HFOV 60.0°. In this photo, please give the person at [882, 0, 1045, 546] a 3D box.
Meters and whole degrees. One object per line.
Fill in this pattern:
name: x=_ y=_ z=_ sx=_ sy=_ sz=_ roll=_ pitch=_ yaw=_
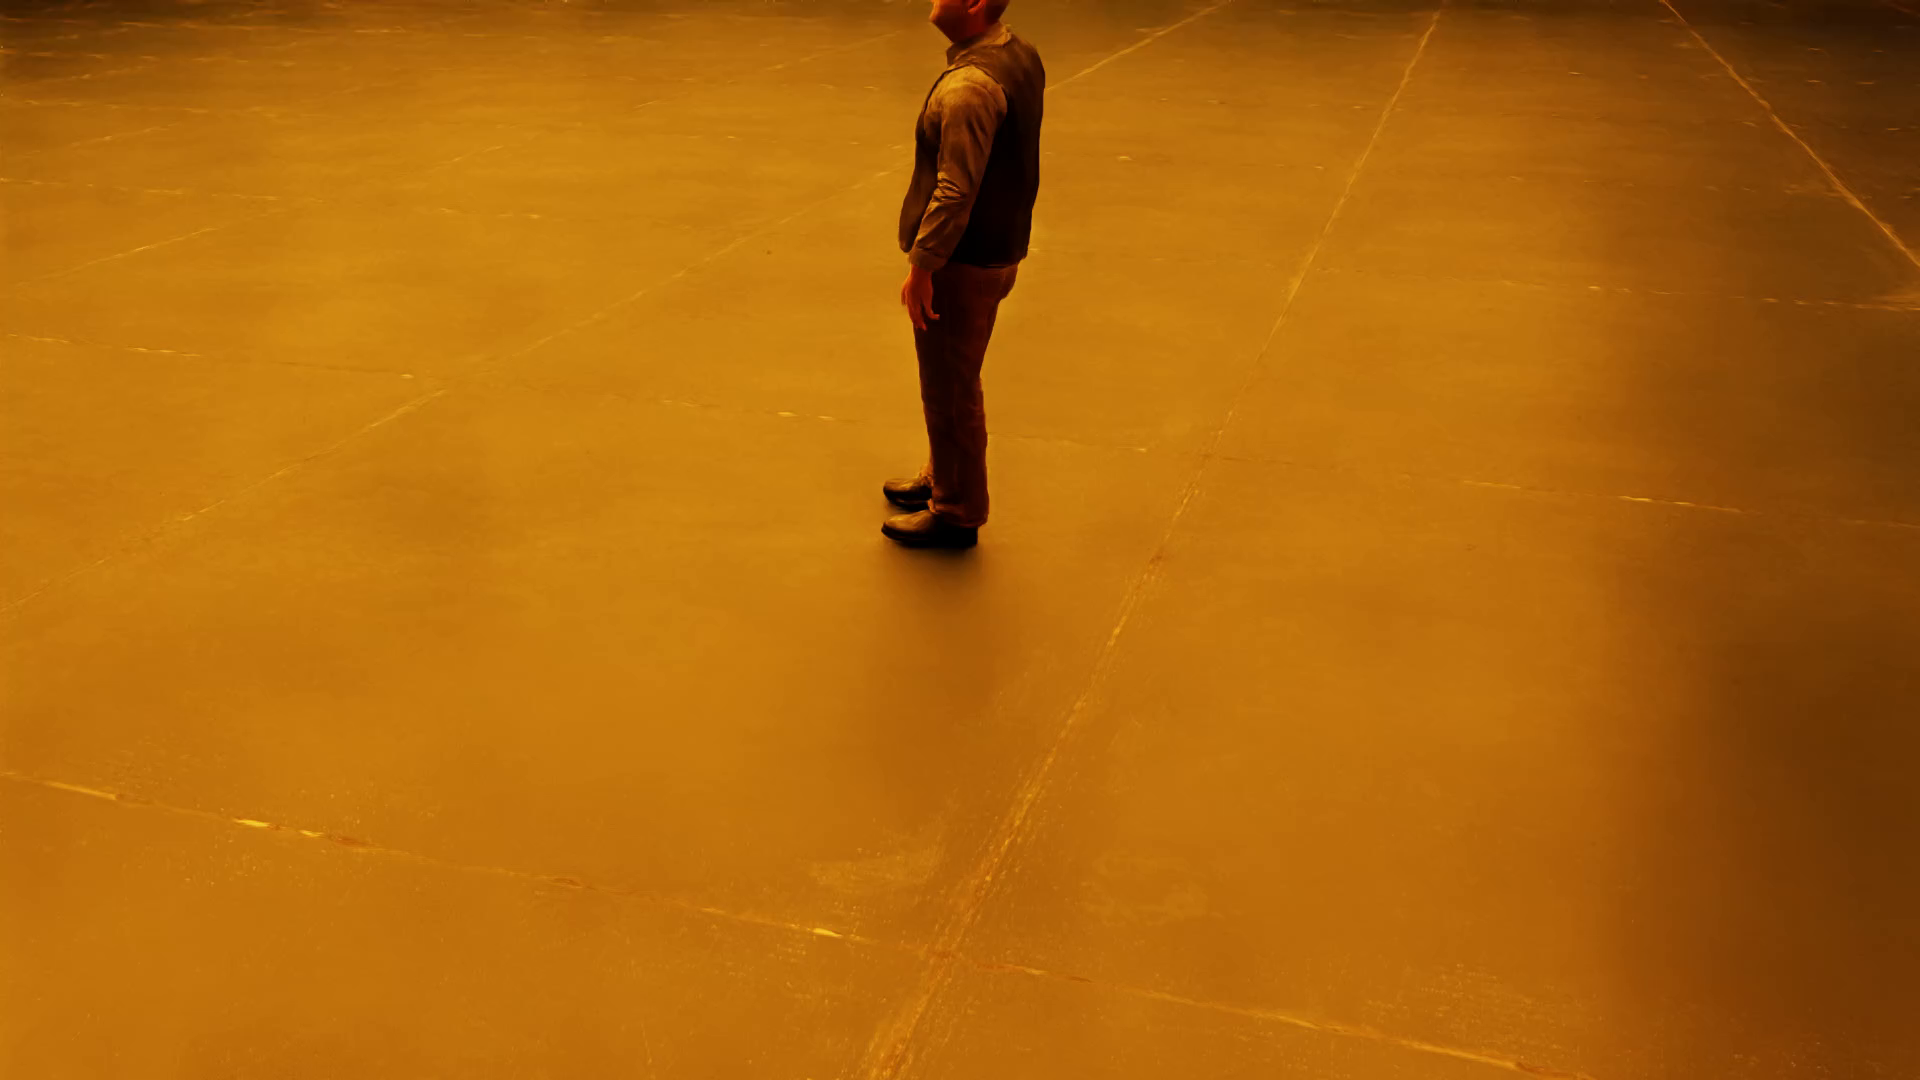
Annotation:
person: x=-0.057 y=-0.812 z=4.814 sx=0.567 sy=1.720 sz=0.632 roll=7 pitch=23 yaw=16
